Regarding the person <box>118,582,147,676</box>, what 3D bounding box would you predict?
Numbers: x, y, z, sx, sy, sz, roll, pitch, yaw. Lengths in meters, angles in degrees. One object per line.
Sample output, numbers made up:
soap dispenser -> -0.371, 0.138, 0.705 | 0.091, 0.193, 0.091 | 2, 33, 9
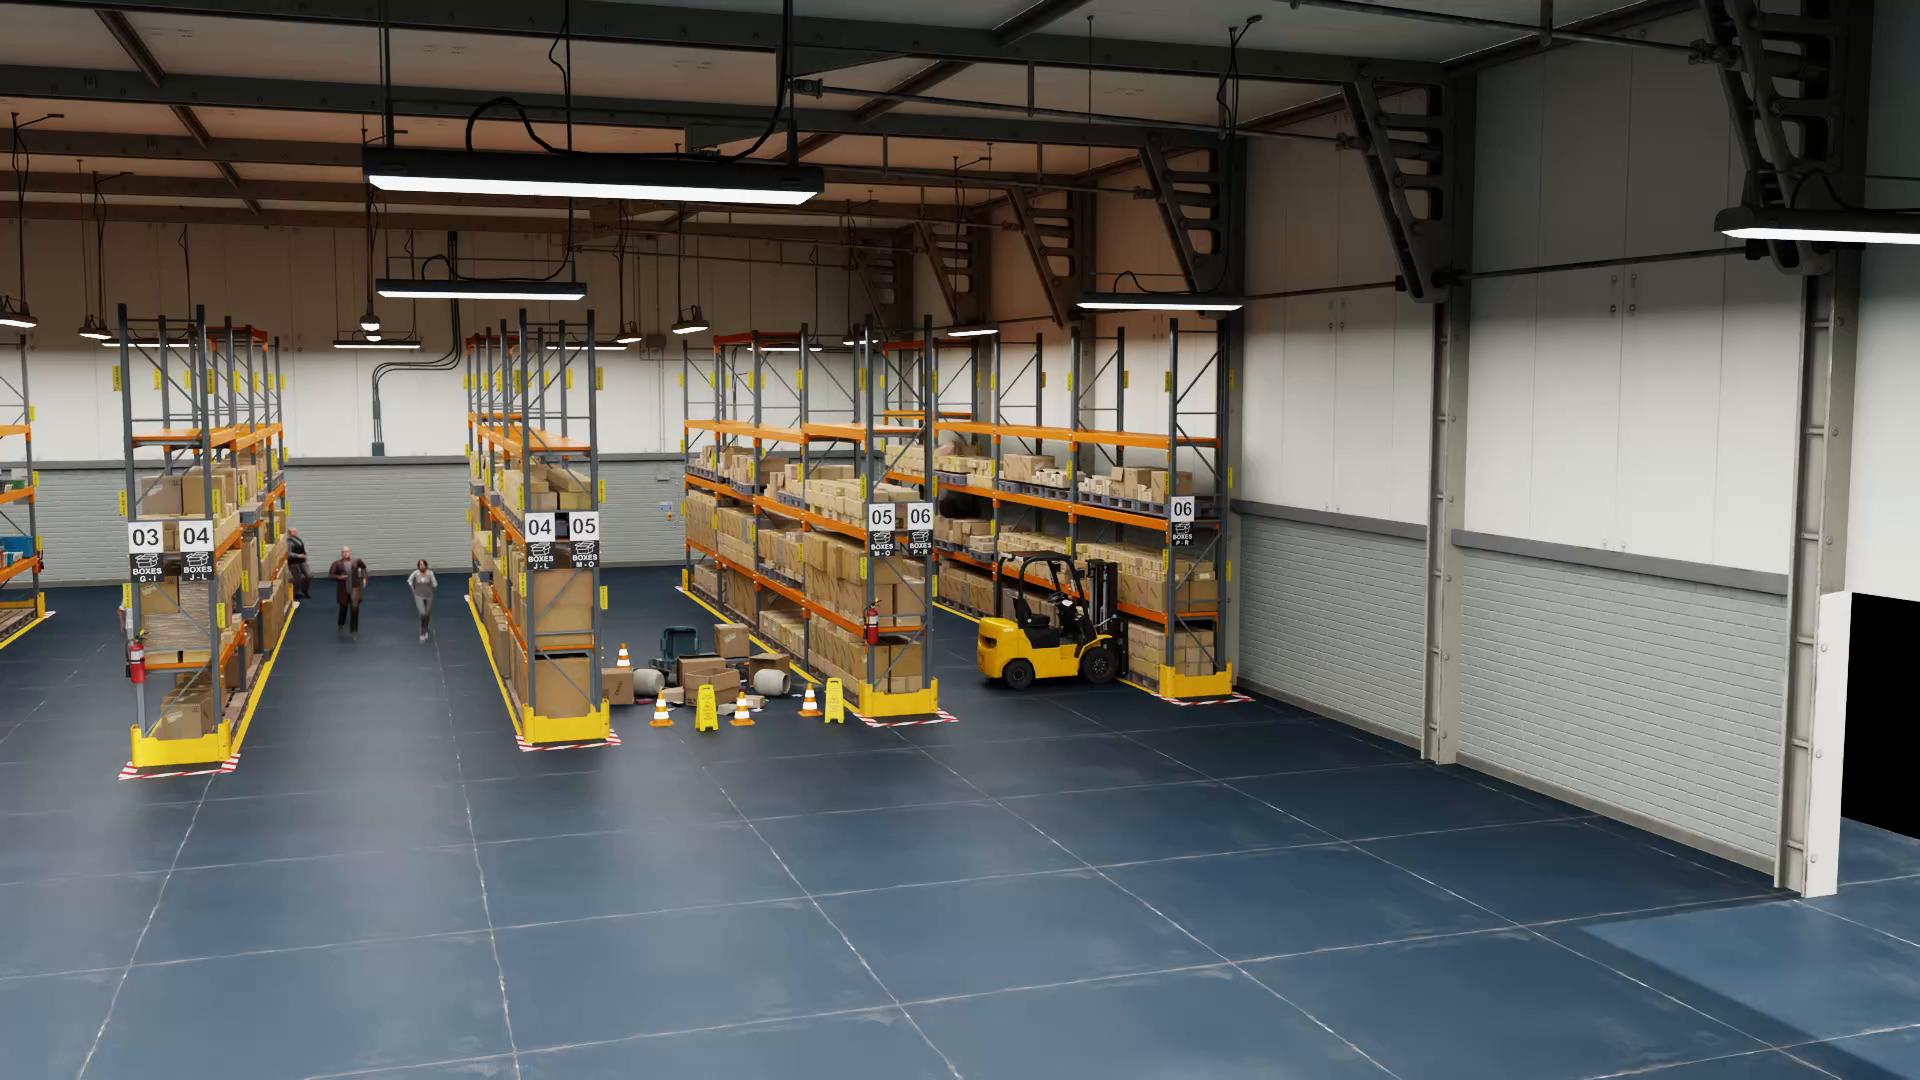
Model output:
person -> -13.859, 1.504, 28.023 | 0.552, 1.675, 0.653 | -3, 6, -29

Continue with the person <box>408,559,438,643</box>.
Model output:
person -> -10.363, 1.172, 32.140 | 0.534, 1.634, 0.752 | -2, 6, -23

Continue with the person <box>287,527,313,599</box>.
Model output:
person -> -15.237, 0.543, 38.229 | 0.643, 1.709, 0.671 | 2, 6, 23

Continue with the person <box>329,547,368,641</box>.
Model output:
person -> -11.978, 1.029, 32.585 | 0.728, 1.829, 1.002 | -2, 6, -22
